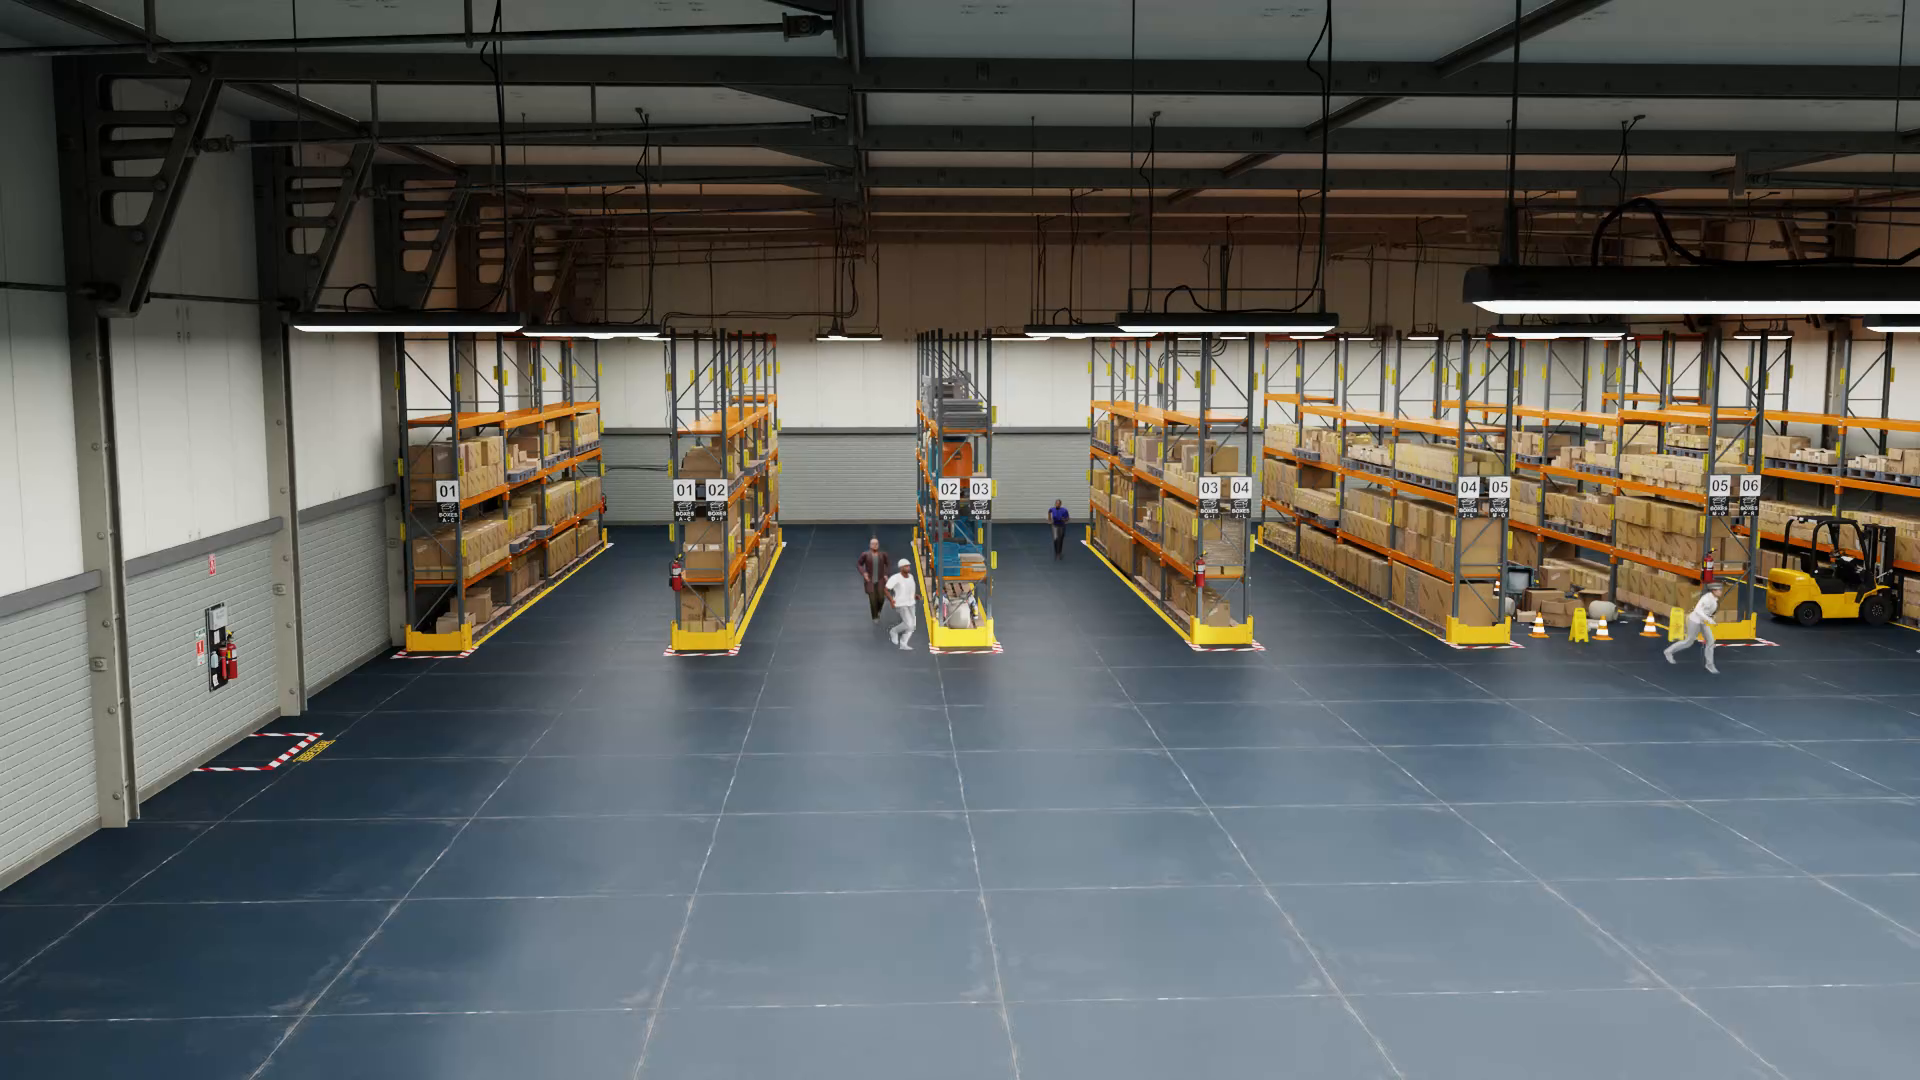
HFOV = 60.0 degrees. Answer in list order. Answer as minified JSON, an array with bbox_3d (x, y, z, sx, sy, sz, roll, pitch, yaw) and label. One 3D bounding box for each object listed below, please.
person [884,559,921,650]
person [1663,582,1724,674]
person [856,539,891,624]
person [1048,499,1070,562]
[{"bbox_3d":[-1.025,1.212,31.103,0.582,1.718,0.703,6,9,43],"label":"person"},{"bbox_3d":[12.917,1.510,29.272,0.979,1.627,0.655,6,9,40],"label":"person"},{"bbox_3d":[-1.762,0.835,33.992,0.718,1.739,0.641,-1,7,-9],"label":"person"},{"bbox_3d":[2.626,-0.268,44.130,0.576,1.667,0.917,0,7,2],"label":"person"}]
